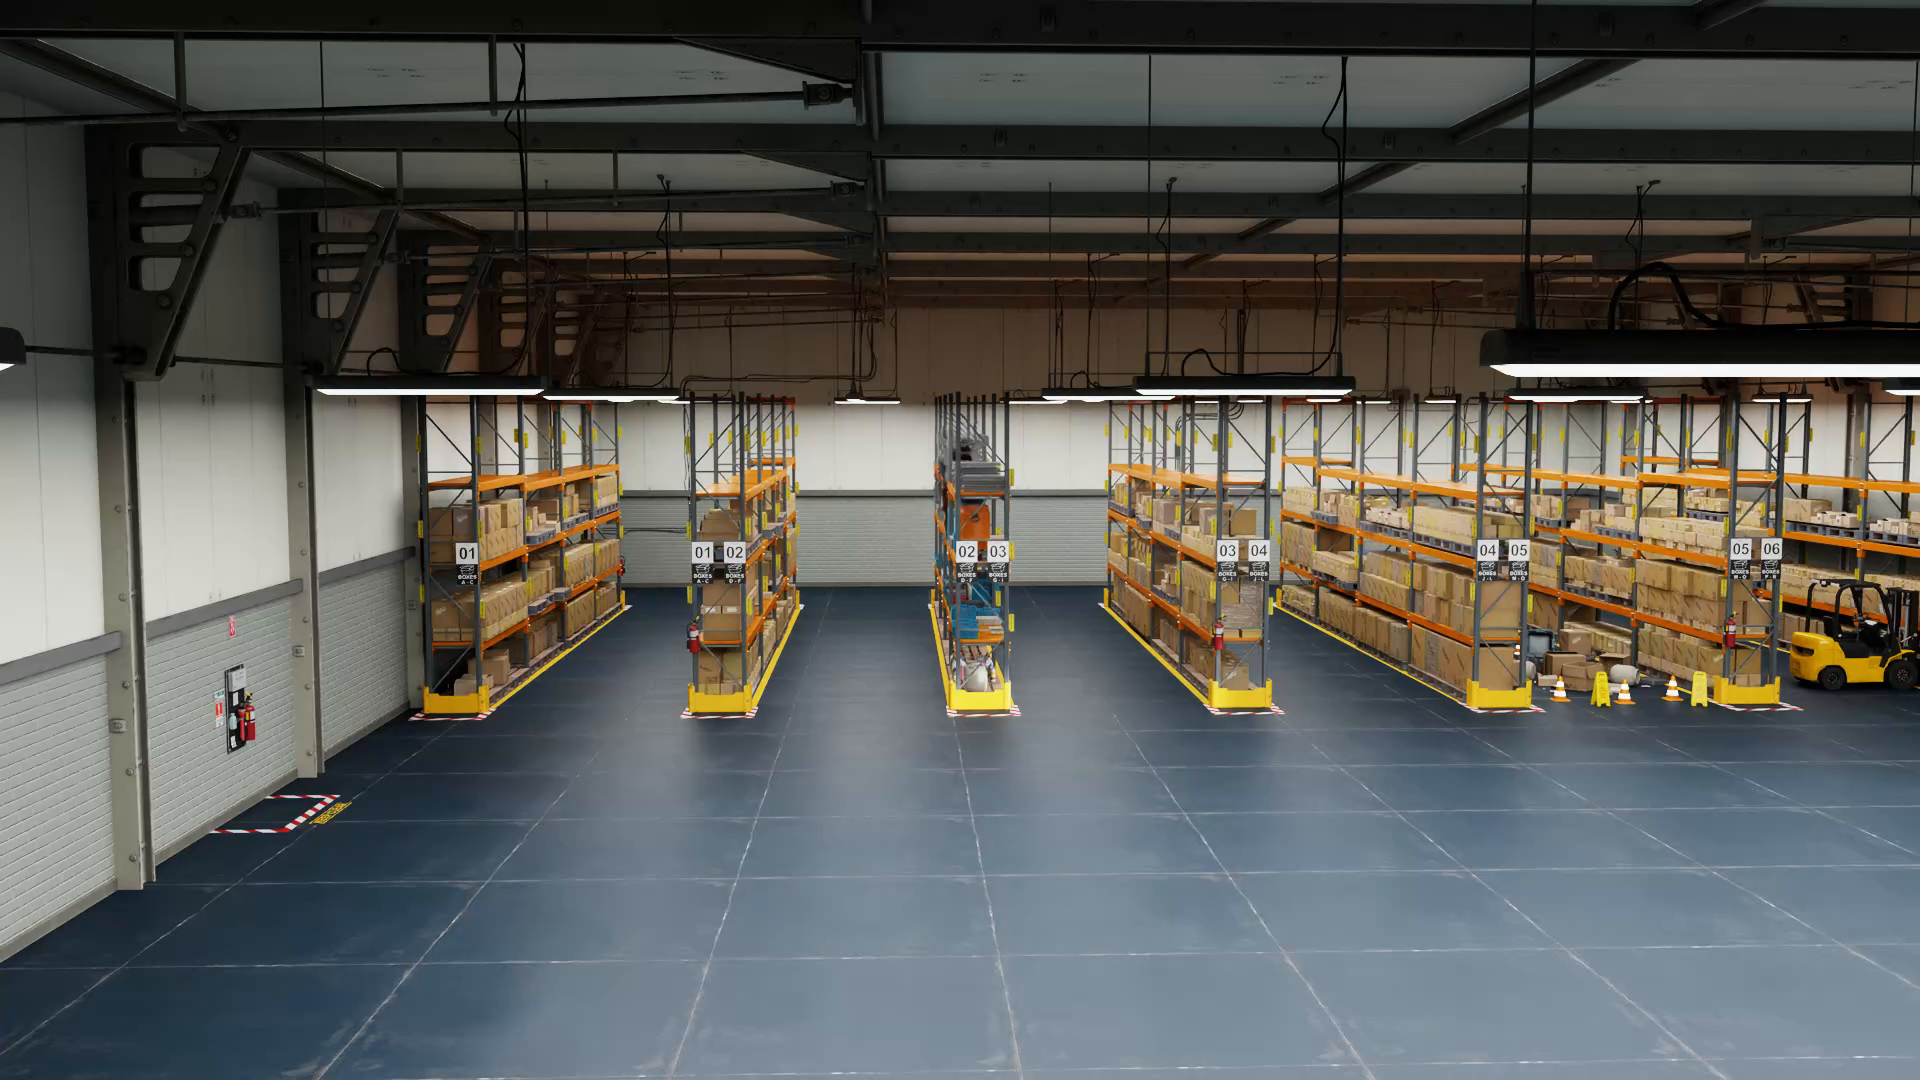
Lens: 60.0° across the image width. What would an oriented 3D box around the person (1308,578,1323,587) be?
[{"bbox_3d":[10.666,0.924,49.808,0.660,1.609,0.553,-4,6,-38],"label":"person"}]
